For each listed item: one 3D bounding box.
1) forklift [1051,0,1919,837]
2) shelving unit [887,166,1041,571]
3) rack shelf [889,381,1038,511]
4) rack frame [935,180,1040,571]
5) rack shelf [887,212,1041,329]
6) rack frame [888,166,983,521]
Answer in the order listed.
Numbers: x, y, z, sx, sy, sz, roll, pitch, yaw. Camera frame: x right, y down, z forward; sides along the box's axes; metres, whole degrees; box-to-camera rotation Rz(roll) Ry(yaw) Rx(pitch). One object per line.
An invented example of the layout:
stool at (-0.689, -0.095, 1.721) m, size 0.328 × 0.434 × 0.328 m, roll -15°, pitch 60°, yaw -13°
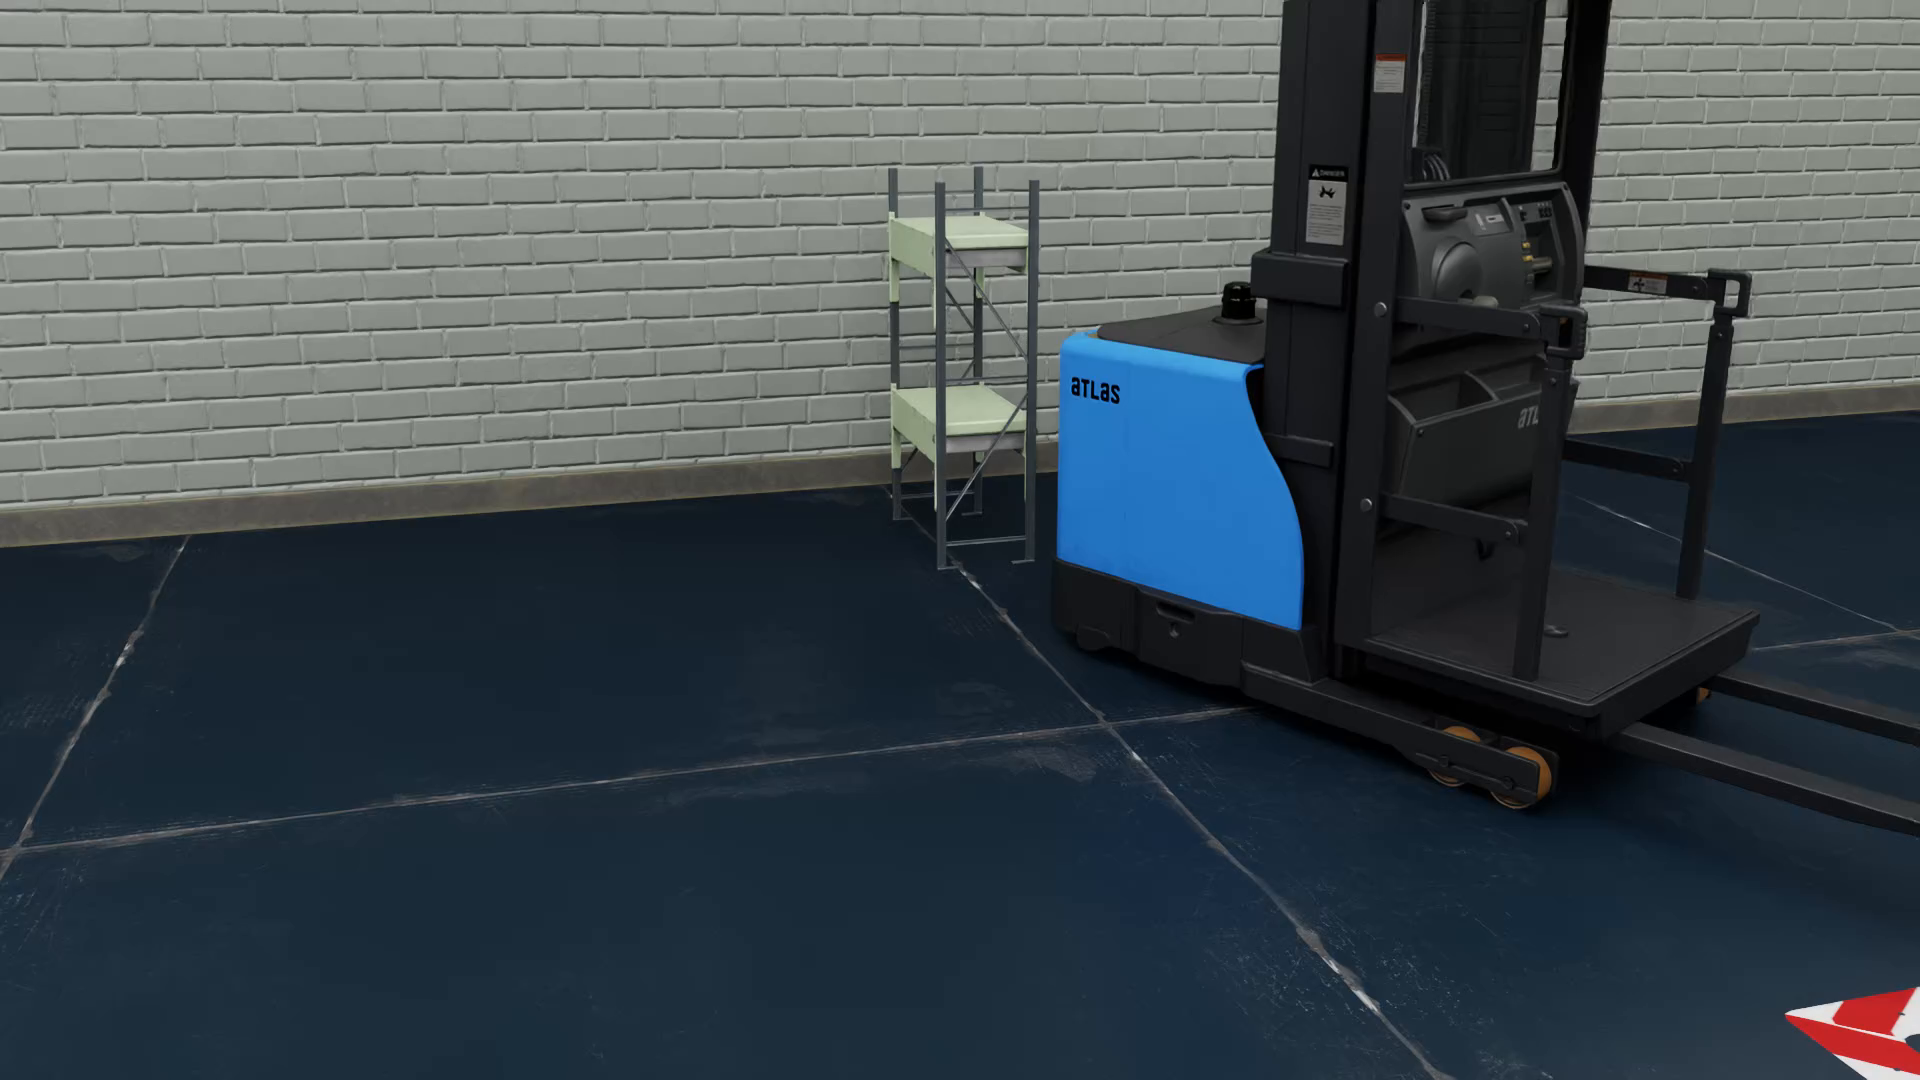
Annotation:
forklift at (1.691, -0.839, 4.651) m, size 1.130 × 2.935 × 3.031 m, roll -15°, pitch 22°, yaw -41°
shelving unit at (0.002, -0.716, 6.730) m, size 0.431 × 1.500 × 0.755 m, roll -5°, pitch 17°, yaw -15°
rack shelf at (0.002, -0.404, 6.824) m, size 0.431 × 0.370 × 0.720 m, roll -5°, pitch 17°, yaw -15°
rack frame at (0.102, -0.615, 6.393) m, size 0.400 × 1.500 × 0.023 m, roll -5°, pitch 17°, yaw -15°
rack shelf at (0.002, -1.090, 6.618) m, size 0.431 × 0.370 × 0.720 m, roll -5°, pitch 17°, yaw -15°
rack frame at (-0.099, -0.818, 7.067) m, size 0.400 × 1.500 × 0.023 m, roll -5°, pitch 17°, yaw -15°
